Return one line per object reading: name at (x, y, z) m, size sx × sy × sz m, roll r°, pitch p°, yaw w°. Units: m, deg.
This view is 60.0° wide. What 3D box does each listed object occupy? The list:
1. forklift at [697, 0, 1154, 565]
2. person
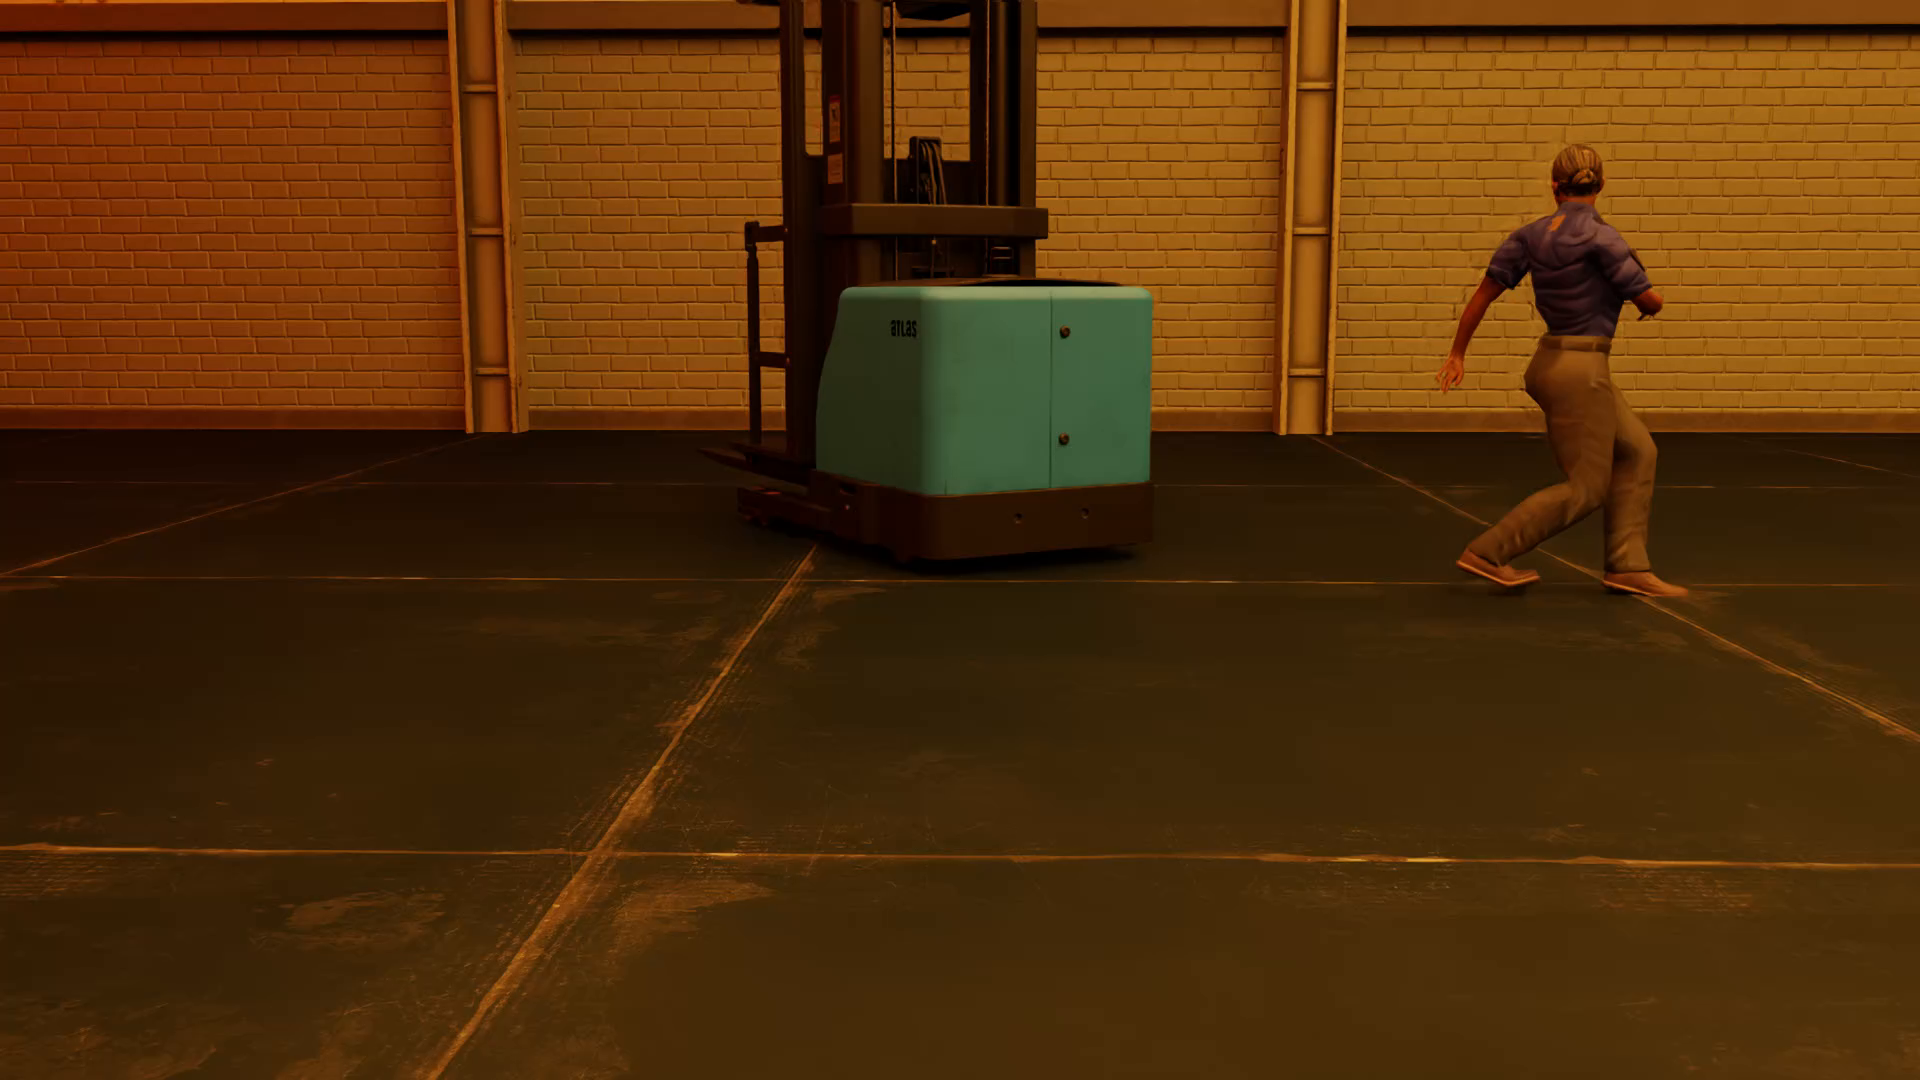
forklift at (-0.376, -1.536, 7.478) m, size 1.130 × 2.935 × 3.031 m, roll -5°, pitch 10°, yaw -28°
person at (2.140, -0.575, 5.809) m, size 0.855 × 1.582 × 0.479 m, roll 0°, pitch 9°, yaw 0°
